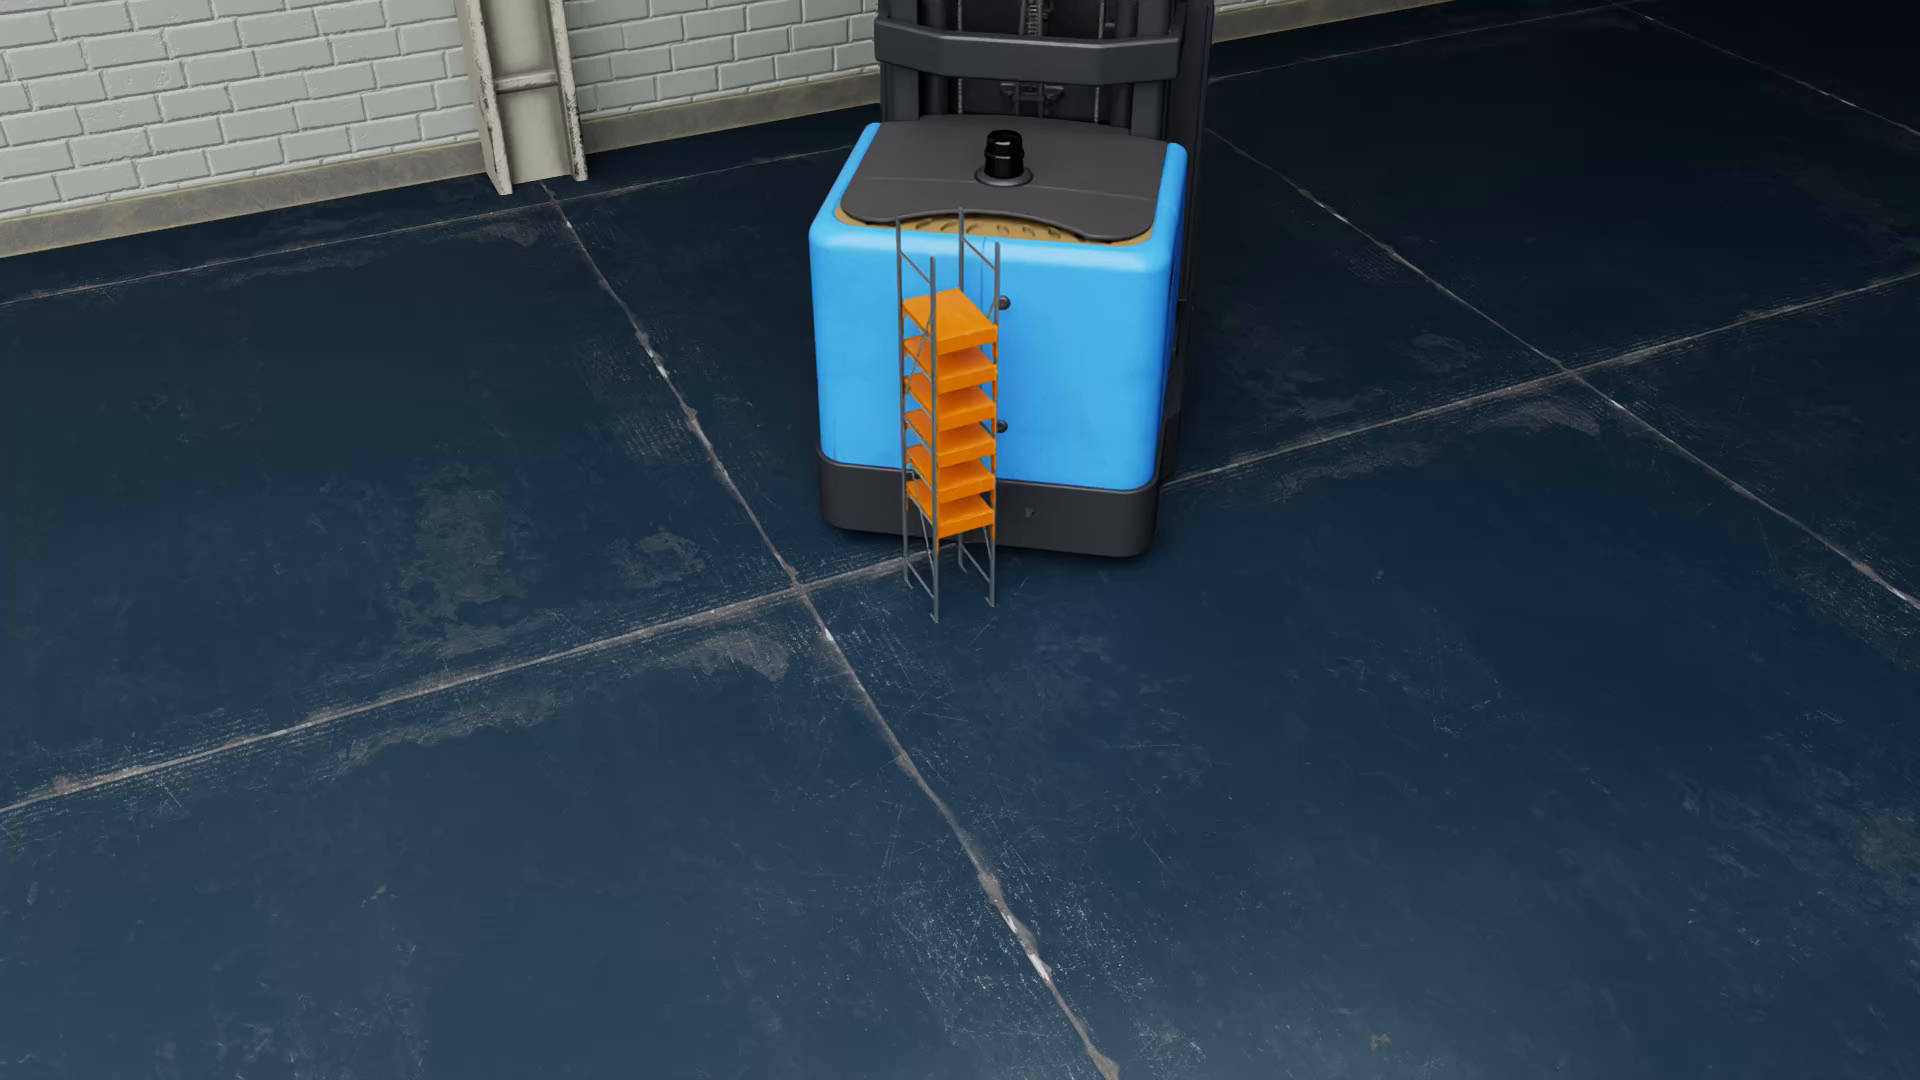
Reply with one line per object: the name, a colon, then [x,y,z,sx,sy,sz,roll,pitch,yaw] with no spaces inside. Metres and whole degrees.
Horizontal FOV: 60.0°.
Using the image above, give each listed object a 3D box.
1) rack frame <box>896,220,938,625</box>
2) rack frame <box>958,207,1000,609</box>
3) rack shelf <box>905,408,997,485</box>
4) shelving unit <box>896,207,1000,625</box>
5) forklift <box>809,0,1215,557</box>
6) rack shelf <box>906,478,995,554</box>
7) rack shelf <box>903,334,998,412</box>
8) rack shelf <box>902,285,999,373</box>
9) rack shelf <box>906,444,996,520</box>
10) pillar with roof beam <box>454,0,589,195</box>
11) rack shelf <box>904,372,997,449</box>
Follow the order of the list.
rack frame: [-0.117,-0.295,4.639,0.006,1.200,0.240,-16,40,-20]
rack frame: [0.049,-0.341,4.702,0.006,1.200,0.240,-16,40,-20]
rack shelf: [-0.034,-0.282,4.697,0.180,0.103,0.258,-16,40,-20]
shelving unit: [-0.034,-0.318,4.671,0.189,1.200,0.258,-16,40,-20]
forklift: [0.318,-1.999,5.484,1.130,2.935,3.031,6,37,8]
rack shelf: [-0.034,-0.090,4.841,0.180,0.103,0.258,-16,40,-20]
rack shelf: [-0.033,-0.475,4.554,0.180,0.103,0.258,-16,40,-20]
rack shelf: [-0.033,-0.571,4.482,0.180,0.103,0.258,-16,40,-20]
rack shelf: [-0.034,-0.186,4.769,0.180,0.103,0.258,-16,40,-20]
pillar with roof beam: [-0.071,-2.936,1.654,0.400,9.000,9.100,-16,39,-20]
rack shelf: [-0.034,-0.379,4.625,0.180,0.103,0.258,-16,40,-20]
